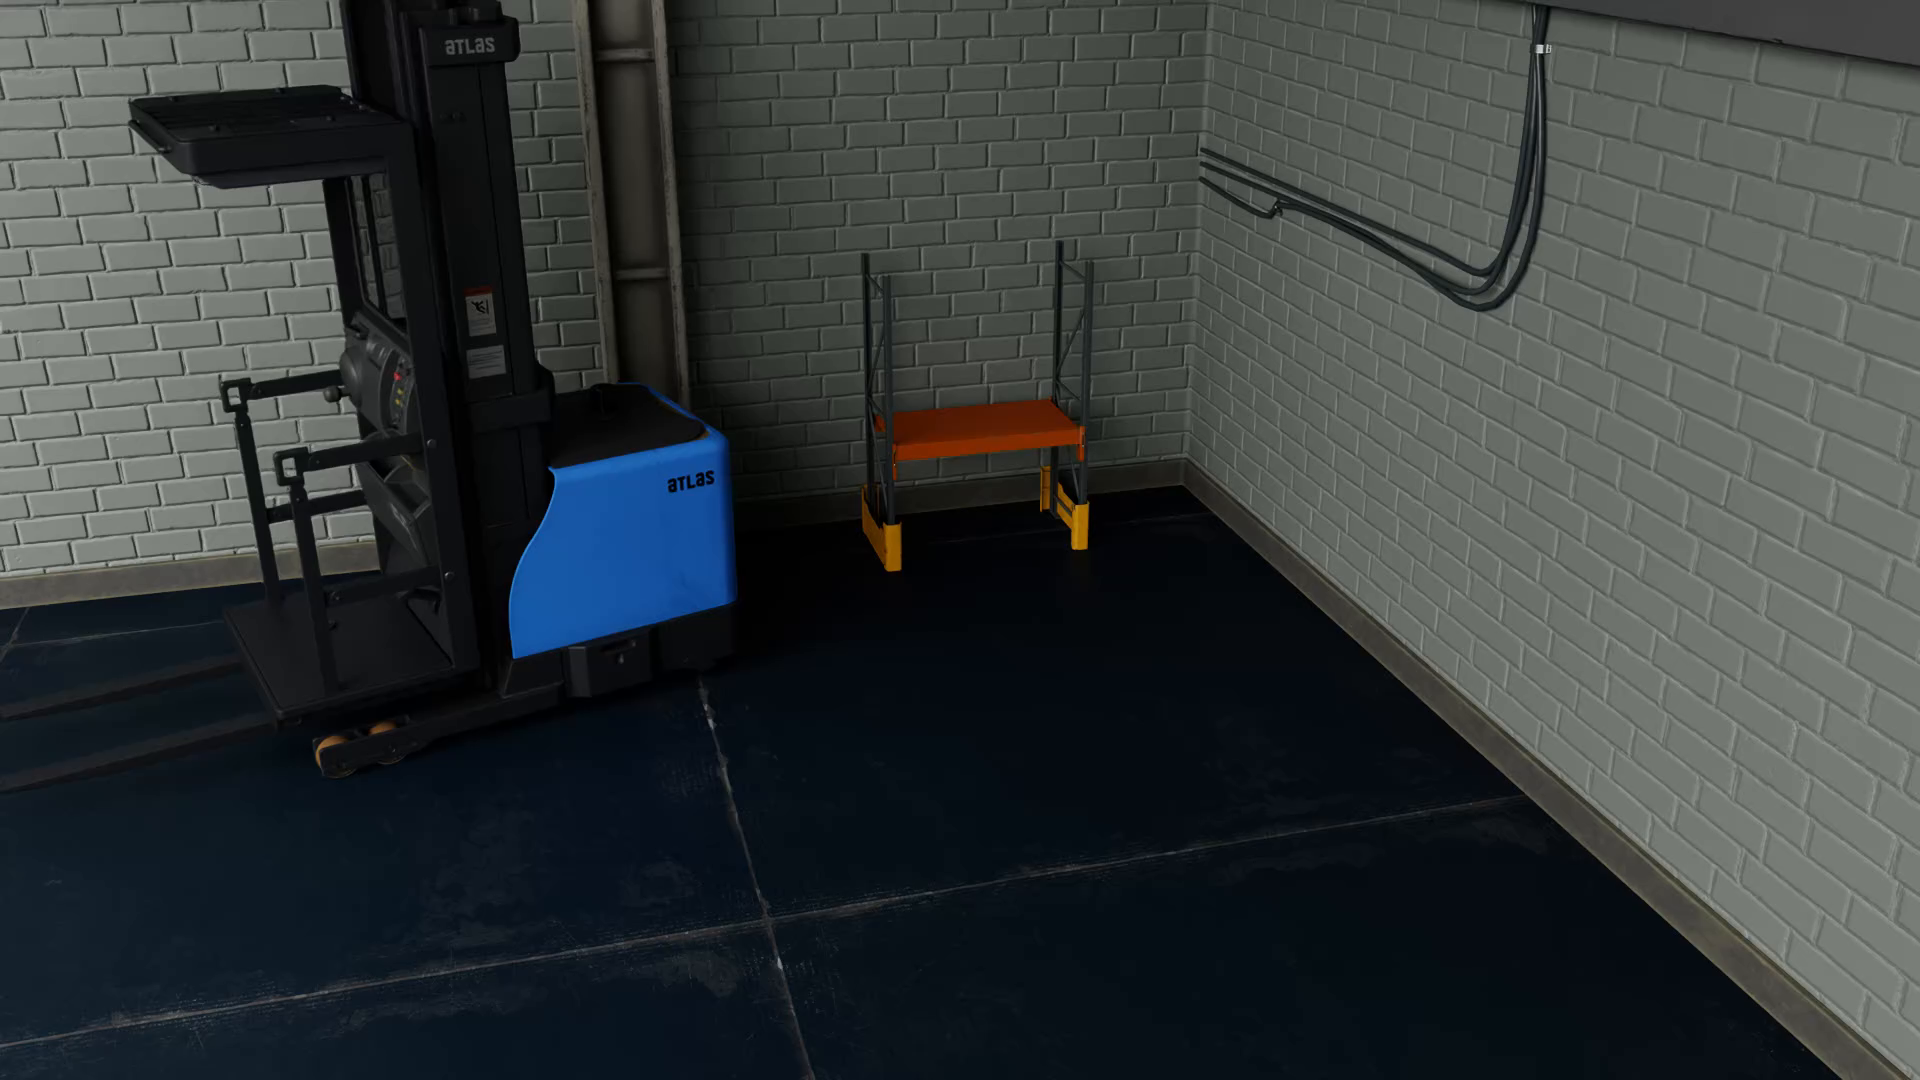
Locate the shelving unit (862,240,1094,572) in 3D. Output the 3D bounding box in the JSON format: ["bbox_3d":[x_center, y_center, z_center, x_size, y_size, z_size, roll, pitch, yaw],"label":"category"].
[{"bbox_3d":[0.073,-0.697,8.473,1.083,1.500,0.587,-6,24,-14],"label":"shelving unit"}]

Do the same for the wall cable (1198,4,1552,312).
[{"bbox_3d":[1.634,-2.475,7.043,0.112,2.526,3.097,-6,24,-14],"label":"wall cable"}]

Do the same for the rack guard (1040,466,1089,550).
[{"bbox_3d":[0.553,-0.176,8.843,0.087,0.250,0.587,-6,24,-14],"label":"rack guard"}]

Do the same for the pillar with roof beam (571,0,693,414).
[{"bbox_3d":[-0.397,-2.455,3.060,0.400,9.000,9.100,-6,24,-14],"label":"pillar with roof beam"}]

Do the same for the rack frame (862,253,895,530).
[{"bbox_3d":[-0.407,-0.644,8.349,0.032,1.500,0.500,-6,24,-14],"label":"rack frame"}]

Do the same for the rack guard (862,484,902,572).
[{"bbox_3d":[-0.406,-0.070,8.596,0.087,0.250,0.587,-6,24,-14],"label":"rack guard"}]

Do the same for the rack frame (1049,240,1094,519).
[{"bbox_3d":[0.572,-0.752,8.602,0.032,1.500,0.500,-6,24,-14],"label":"rack frame"}]

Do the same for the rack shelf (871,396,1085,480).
[{"bbox_3d":[0.082,-0.533,8.546,1.000,0.185,0.538,-6,24,-14],"label":"rack shelf"}]

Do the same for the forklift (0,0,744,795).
[{"bbox_3d":[-2.486,-0.645,6.535,3.031,2.935,1.130,-14,27,-30],"label":"forklift"}]
